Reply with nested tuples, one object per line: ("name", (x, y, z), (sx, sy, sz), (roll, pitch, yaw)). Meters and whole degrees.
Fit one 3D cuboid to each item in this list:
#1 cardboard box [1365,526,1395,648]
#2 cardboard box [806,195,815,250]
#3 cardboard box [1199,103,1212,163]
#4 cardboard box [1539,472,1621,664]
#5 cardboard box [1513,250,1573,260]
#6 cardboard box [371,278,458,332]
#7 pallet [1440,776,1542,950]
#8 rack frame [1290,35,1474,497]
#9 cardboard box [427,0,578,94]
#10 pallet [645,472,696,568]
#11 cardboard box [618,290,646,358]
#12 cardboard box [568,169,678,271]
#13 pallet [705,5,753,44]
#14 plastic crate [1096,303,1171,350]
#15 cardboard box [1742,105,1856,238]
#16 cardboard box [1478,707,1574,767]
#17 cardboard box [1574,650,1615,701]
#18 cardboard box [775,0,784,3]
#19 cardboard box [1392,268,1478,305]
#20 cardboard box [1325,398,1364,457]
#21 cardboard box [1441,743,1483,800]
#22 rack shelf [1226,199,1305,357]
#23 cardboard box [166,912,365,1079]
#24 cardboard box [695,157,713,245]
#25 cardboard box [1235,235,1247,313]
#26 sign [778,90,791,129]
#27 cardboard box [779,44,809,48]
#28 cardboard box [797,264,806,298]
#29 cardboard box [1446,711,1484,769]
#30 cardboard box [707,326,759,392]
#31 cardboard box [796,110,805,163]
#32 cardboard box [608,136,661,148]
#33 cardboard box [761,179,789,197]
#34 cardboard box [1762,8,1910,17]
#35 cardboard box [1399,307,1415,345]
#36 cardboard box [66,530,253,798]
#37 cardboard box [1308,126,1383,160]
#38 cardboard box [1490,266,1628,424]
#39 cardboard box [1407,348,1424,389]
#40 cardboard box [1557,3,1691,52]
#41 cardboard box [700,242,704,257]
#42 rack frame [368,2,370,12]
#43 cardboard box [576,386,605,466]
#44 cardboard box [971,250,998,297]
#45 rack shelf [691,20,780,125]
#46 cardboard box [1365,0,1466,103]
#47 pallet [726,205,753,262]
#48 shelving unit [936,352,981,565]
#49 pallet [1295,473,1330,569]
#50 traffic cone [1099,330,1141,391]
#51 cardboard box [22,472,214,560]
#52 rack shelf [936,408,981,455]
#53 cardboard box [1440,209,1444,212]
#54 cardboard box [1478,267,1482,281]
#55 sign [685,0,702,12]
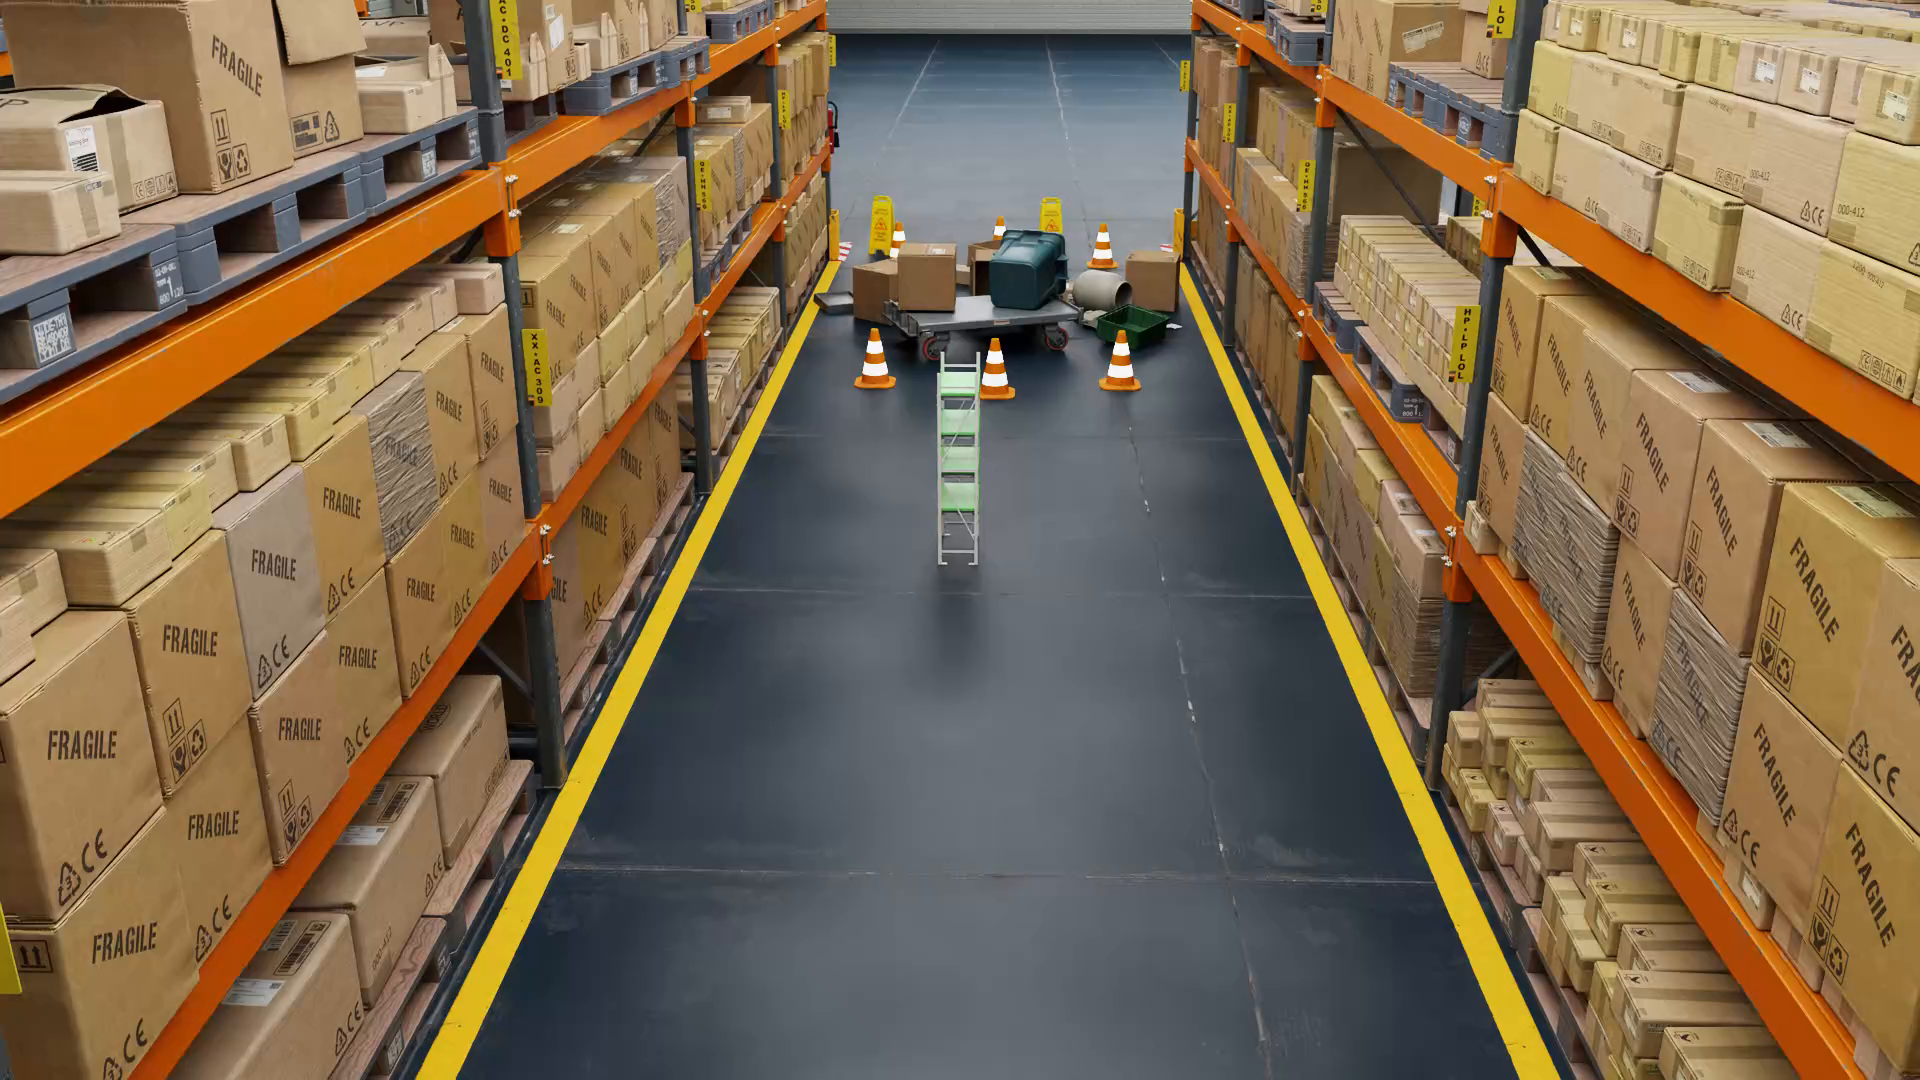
("cardboard box", (2.424, 0.250, 8.613), (0.500, 0.500, 0.500), (0, 21, 0))
("cardboard box", (-1.747, -3.220, 16.865), (0.500, 0.500, 0.500), (0, 21, 0))
("cardboard box", (2.898, -4.137, 16.838), (0.875, 0.550, 0.550), (1, 21, 2))
("cardboard box", (2.311, 0.088, 5.606), (0.500, 0.500, 0.500), (0, 21, 0))
("cardboard box", (3.166, -1.514, 9.230), (0.380, 0.149, 0.250), (1, 21, 2))
("cardboard box", (-2.122, -0.888, 6.253), (0.380, 0.149, 0.250), (1, 21, 3))
("pallet", (2.652, 1.280, 6.939), (1.003, 0.211, 1.213), (1, 21, 2))
("rack frame", (2.759, -1.710, 10.789), (1.000, 3.000, 0.127), (1, 21, 2))
("cardboard box", (-1.997, -2.238, 7.284), (0.500, 0.500, 0.500), (0, 21, 1))
("pallet", (-2.292, -0.143, 10.607), (1.003, 0.211, 1.213), (1, 21, 2))
("cardboard box", (-1.976, -1.154, 8.874), (0.500, 0.250, 0.500), (0, 21, 0))
("cardboard box", (-1.954, -1.865, 9.669), (0.500, 0.500, 0.500), (1, 21, 3))
("pallet", (-2.224, -3.888, 12.515), (1.213, 0.211, 1.003), (1, 21, 2))
("plastic crate", (1.576, -1.949, 15.214), (0.450, 0.188, 0.662), (23, 29, 25))
("cardboard box", (2.308, -0.918, 4.118), (0.500, 0.250, 0.500), (1, 21, 2))
("cardboard box", (2.352, 0.814, 6.823), (0.380, 0.149, 0.250), (2, 21, 4))
("cardboard box", (2.310, 0.429, 5.624), (0.380, 0.149, 0.250), (2, 21, 4))
("cardboard box", (-1.784, -4.797, 14.395), (0.500, 0.250, 0.500), (0, 21, 0))
("cardboard box", (2.501, -1.335, 8.768), (0.380, 0.149, 0.250), (0, 21, 1))
("cardboard box", (2.480, -0.660, 9.921), (0.500, 0.250, 0.500), (0, 21, 1))
("cardboard box", (2.305, 0.998, 7.171), (0.380, 0.149, 0.250), (0, 21, -1))
("rack shelf", (2.819, -2.098, 12.783), (1.077, 0.370, 4.000), (1, 21, 2))
("cardboard box", (-2.496, 1.593, 5.239), (0.875, 0.438, 0.875), (1, 21, 3))
("cardboard box", (-1.947, -2.269, 11.100), (0.500, 0.500, 0.500), (0, 21, 0))
("cardboard box", (2.969, -2.588, 15.409), (0.875, 0.875, 0.875), (1, 21, 2))
("sign", (-1.516, -3.709, 14.341), (0.100, 0.325, 0.005), (1, 21, 2))
("cardboard box", (-1.836, -4.537, 16.144), (0.700, 0.500, 0.500), (1, 21, 1))
("cardboard box", (-1.778, -2.491, 16.024), (0.500, 0.250, 0.500), (2, 21, 5))
("cardboard box", (2.306, 0.859, 7.119), (0.380, 0.149, 0.250), (2, 21, 4))
("cardboard box", (-2.122, -1.444, 13.155), (0.950, 0.372, 0.625), (1, 21, 3))
("cardboard box", (-1.758, -3.878, 15.829), (0.500, 0.500, 0.500), (0, 21, 1))
("cardboard box", (-2.437, -2.646, 12.071), (0.500, 0.500, 0.500), (-1, 21, -2))
("cardboard box", (-1.740, -3.167, 14.892), (0.380, 0.149, 0.250), (1, 21, 1))
("cardboard box", (2.937, -1.710, 5.609), (0.380, 0.149, 0.250), (1, 21, 2))
("cardboard box", (2.488, -1.104, 8.582), (0.380, 0.149, 0.250), (1, 21, 2))
("cardboard box", (-2.128, 0.295, 4.102), (0.500, 0.500, 0.500), (0, 21, 0))
("cardboard box", (2.796, -2.568, 11.479), (0.700, 0.500, 0.500), (0, 21, 1))
("cardboard box", (2.380, -0.755, 6.395), (0.500, 0.500, 0.500), (1, 21, 3))
("cardboard box", (2.479, -0.863, 8.374), (0.380, 0.149, 0.250), (0, 21, -1))
("cardboard box", (2.344, -1.810, 5.866), (0.380, 0.149, 0.250), (0, 21, -1))
("cardboard box", (-1.954, -2.024, 11.365), (0.380, 0.149, 0.250), (-1, 21, -2))
("rack frame", (-6.910, -4.674, 18.427), (1.000, 3.000, 0.127), (1, 21, 2))
("cardboard box", (-2.022, -0.555, 8.020), (0.500, 0.250, 0.500), (0, 21, 0))
("cardboard box", (0.508, -2.519, 16.137), (0.797, 0.637, 0.503), (1, 21, 2))
("rack shelf", (-2.131, -3.514, 12.286), (1.077, 0.370, 4.000), (1, 21, 2))
("cardboard box", (2.457, -2.590, 8.771), (0.500, 0.500, 0.500), (1, 21, 2))
("pallet", (-2.173, -2.354, 12.716), (1.003, 0.211, 1.213), (1, 21, 2))
("shelving unit", (-0.005, -0.500, 10.158), (0.258, 1.200, 0.503), (1, 21, 2))
("pallet", (2.733, -0.127, 10.565), (1.003, 0.211, 1.213), (1, 21, 2))
("traffic cone", (1.330, -1.505, 13.768), (0.336, 0.463, 0.334), (1, 21, 2))
("cardboard box", (-2.099, -0.059, 4.118), (0.380, 0.149, 0.250), (0, 21, 0))
("rack shelf", (-0.005, -0.664, 10.094), (0.258, 0.148, 0.480), (1, 21, 2))
("cardboard box", (3.055, -2.100, 11.655), (0.500, 0.500, 0.500), (0, 21, 1))
("cardboard box", (3.179, -1.461, 9.504), (0.380, 0.149, 0.250), (1, 21, 2))
("sign", (-1.638, -3.395, 10.161), (0.100, 0.325, 0.005), (1, 21, 2))
